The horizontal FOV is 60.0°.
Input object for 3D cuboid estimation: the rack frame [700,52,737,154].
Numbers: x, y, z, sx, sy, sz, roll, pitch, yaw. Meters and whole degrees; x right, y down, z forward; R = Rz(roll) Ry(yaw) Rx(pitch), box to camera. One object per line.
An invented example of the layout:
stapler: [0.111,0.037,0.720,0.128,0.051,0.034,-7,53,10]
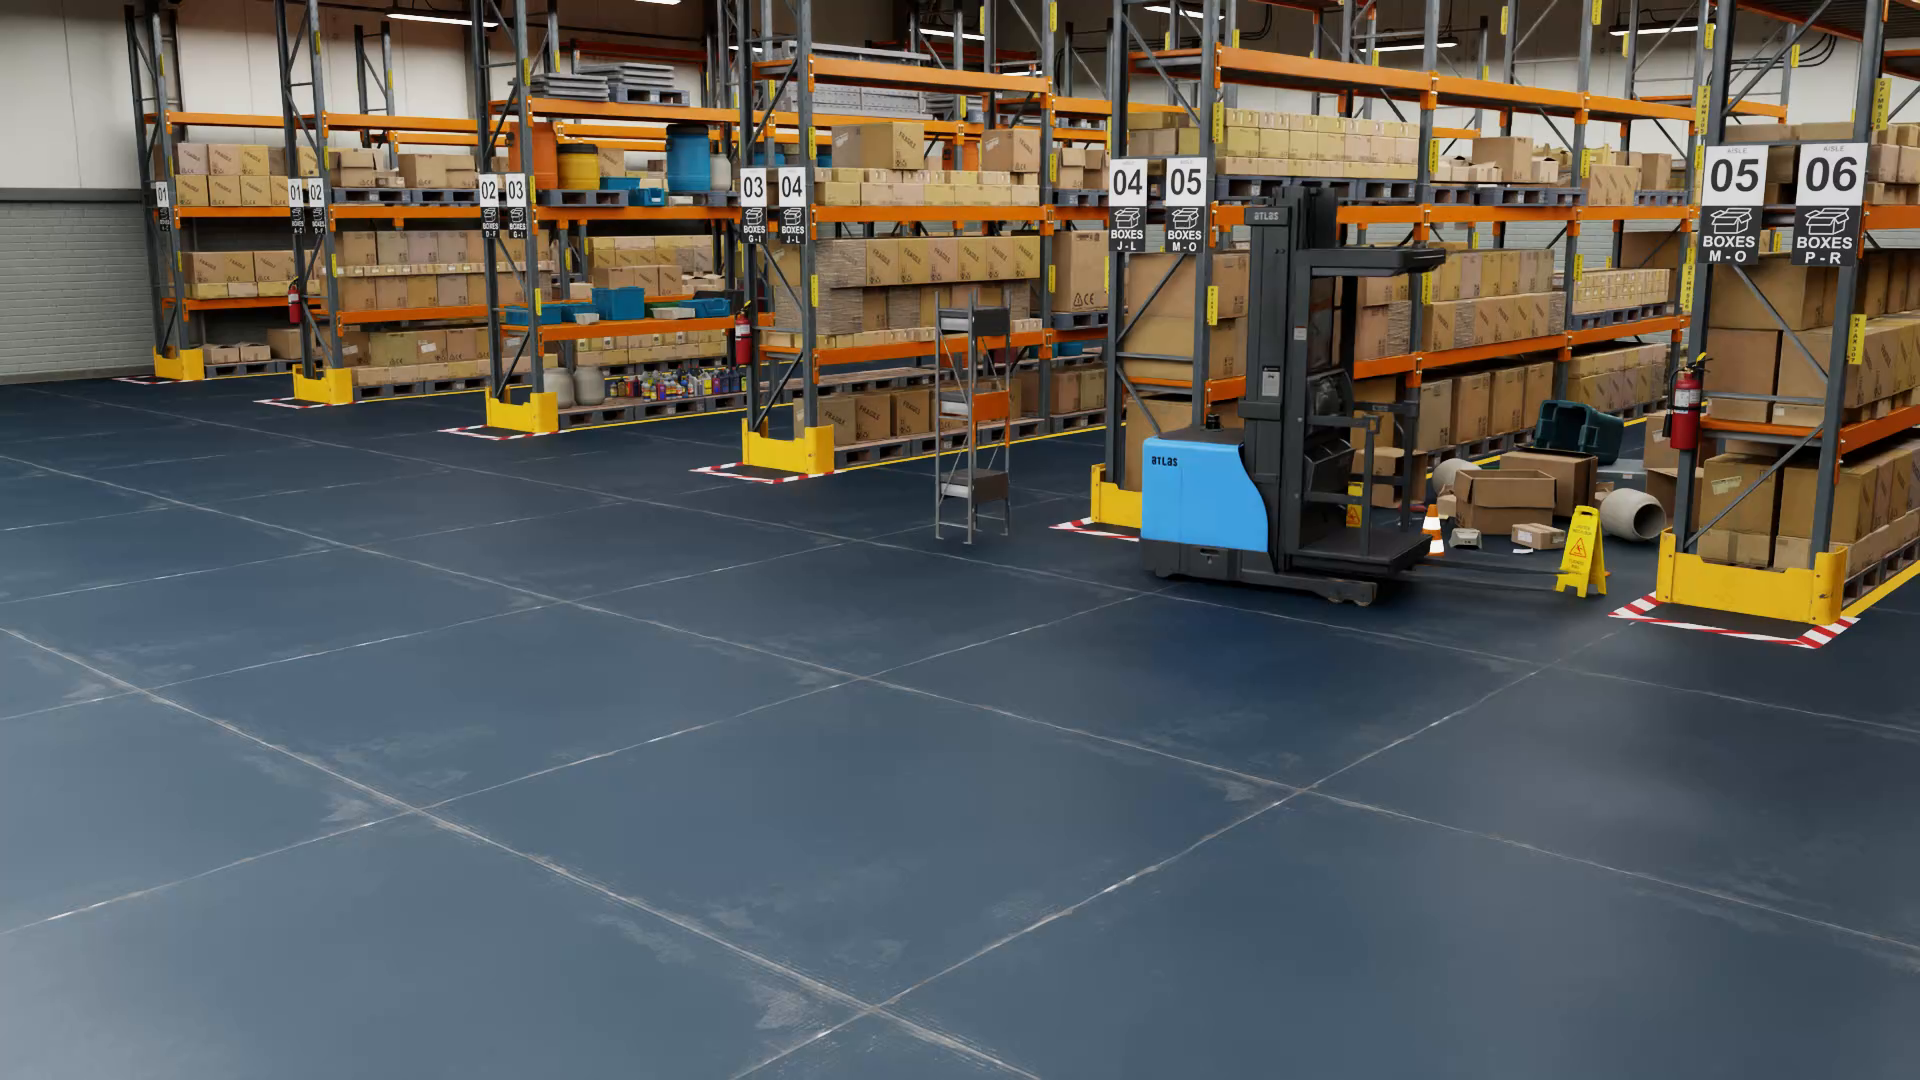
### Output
rack frame: [-5.172,-8.884,35.714,1.000,3.000,0.127,10,15,40]

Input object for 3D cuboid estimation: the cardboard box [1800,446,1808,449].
cardboard box: [6.381,-0.806,12.968,0.380,0.149,0.250,11,15,43]

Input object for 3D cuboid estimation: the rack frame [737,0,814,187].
rack frame: [-1.931,-5.197,17.255,1.000,3.000,0.127,10,15,40]

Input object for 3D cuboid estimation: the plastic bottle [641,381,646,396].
plastic bottle: [-4.384,-2.106,23.119,0.097,0.201,0.097,0,11,0]

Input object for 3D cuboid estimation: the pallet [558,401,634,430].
pallet: [-5.097,-1.664,22.003,1.003,0.211,1.213,10,15,40]

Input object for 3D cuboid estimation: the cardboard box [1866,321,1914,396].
cardboard box: [6.709,-1.354,12.318,0.500,0.500,0.500,9,15,39]

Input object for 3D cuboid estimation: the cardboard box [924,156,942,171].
cardboard box: [-0.720,-7.444,33.355,0.700,0.500,0.500,10,15,40]

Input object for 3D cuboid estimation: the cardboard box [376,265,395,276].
cardboard box: [-8.611,-4.009,24.713,0.380,0.149,0.250,10,15,41]

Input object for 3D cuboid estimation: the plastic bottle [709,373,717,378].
plastic bottle: [-3.475,-2.219,23.494,0.152,0.276,0.135,10,15,40]

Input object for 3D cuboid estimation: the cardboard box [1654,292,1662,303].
cardboard box: [9.365,-3.325,22.768,0.380,0.149,0.250,10,15,41]

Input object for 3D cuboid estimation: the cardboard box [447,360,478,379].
cardboard box: [-7.858,-2.664,25.841,0.500,0.250,0.500,10,15,40]

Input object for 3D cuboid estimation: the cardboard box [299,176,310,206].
cardboard box: [-11.282,-6.029,28.774,0.500,0.500,0.500,9,14,38]

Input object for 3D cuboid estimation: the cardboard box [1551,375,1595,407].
cardboard box: [7.667,-1.827,21.010,0.500,0.500,0.500,9,14,38]

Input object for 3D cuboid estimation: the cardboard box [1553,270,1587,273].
cardboard box: [8.191,-3.550,22.376,0.380,0.149,0.250,11,15,42]

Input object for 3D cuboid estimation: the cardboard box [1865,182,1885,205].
cardboard box: [5.976,-2.328,11.192,0.380,0.149,0.250,10,15,40]

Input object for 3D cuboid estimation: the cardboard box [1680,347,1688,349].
cardboard box: [11.233,-2.895,25.737,0.380,0.149,0.250,9,14,38]

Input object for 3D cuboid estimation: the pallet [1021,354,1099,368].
pallet: [1.729,-3.185,29.620,1.003,0.211,1.213,10,15,40]

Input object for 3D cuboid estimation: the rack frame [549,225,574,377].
rack frame: [-6.730,-4.125,27.204,1.000,3.000,0.127,10,15,40]

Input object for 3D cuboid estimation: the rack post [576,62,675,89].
rack post: [-4.396,-6.089,21.916,0.937,0.300,0.954,9,15,39]

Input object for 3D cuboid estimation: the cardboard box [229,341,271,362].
cardboard box: [-12.193,-3.247,28.553,0.500,0.311,0.500,-11,15,-43]

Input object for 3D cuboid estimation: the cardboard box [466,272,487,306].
cardboard box: [-7.695,-3.956,26.104,0.700,0.500,0.500,10,15,41]

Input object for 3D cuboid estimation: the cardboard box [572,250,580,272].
cardboard box: [-7.699,-5.661,33.832,0.500,0.500,0.500,10,15,41]

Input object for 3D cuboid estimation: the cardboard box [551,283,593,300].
cardboard box: [-6.438,-4.129,27.610,0.500,0.250,0.500,11,16,44]

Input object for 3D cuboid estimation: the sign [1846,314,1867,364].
sign: [5.921,-1.328,10.992,0.100,0.325,0.005,10,15,40]

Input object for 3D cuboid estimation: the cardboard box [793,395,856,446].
cardboard box: [-1.506,-1.325,18.495,0.500,0.500,0.500,-9,14,-37]

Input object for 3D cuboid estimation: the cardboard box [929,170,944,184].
cardboard box: [-0.399,-4.128,18.929,0.380,0.149,0.250,9,14,38]

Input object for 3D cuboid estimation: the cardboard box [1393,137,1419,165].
cardboard box: [4.236,-3.880,16.616,0.500,0.250,0.500,10,15,40]

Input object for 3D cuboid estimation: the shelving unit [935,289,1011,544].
shelving unit: [0.109,-1.054,14.127,0.431,2.100,0.503,10,15,40]

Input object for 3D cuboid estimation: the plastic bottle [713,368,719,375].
plastic bottle: [-3.551,-2.371,24.268,0.097,0.271,0.097,0,11,0]

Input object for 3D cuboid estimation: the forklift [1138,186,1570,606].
forklift: [2.901,-1.085,12.159,3.031,2.935,1.130,7,13,30]

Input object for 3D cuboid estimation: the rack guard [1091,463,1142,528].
rack guard: [1.712,-0.369,14.784,1.175,0.500,0.348,10,15,40]

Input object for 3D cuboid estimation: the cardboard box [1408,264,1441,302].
cardboard box: [4.692,-2.800,17.766,0.700,0.500,0.500,9,15,39]

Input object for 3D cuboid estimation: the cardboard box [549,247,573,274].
cardboard box: [-8.116,-5.547,32.949,0.700,0.500,0.500,8,14,34]

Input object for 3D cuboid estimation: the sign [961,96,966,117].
sign: [0.047,-6.786,26.035,0.100,0.325,0.005,10,15,40]

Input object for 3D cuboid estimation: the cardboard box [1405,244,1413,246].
cardboard box: [7.169,-4.646,27.525,0.500,0.500,0.500,9,15,39]

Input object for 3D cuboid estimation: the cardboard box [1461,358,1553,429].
cardboard box: [6.539,-1.801,20.239,1.050,0.750,0.750,10,15,40]

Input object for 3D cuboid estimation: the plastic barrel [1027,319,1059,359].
plastic barrel: [1.430,-3.656,29.141,0.600,0.901,0.708,10,15,40]

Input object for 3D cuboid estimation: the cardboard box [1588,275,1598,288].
cardboard box: [7.800,-3.269,20.968,0.380,0.149,0.250,10,15,40]

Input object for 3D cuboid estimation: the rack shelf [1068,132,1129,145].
rack shelf: [3.590,-7.348,30.883,1.077,0.370,4.000,10,15,40]

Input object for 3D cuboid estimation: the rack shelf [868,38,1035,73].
rack shelf: [-0.129,-9.815,33.728,1.077,0.370,4.000,10,15,40]

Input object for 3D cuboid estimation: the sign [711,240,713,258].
sign: [-4.503,-5.311,30.389,0.100,0.325,0.005,10,15,40]

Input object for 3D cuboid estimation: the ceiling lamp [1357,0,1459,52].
ceiling lamp: [8.574,-11.123,32.022,2.000,3.185,0.800,10,15,40]

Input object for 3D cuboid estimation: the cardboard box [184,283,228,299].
cardboard box: [-12.533,-4.143,27.628,0.500,0.250,0.500,9,15,39]

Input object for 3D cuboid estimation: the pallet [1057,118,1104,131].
pallet: [1.746,-7.188,28.729,1.003,0.211,1.213,10,15,40]

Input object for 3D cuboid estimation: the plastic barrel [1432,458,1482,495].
plastic barrel: [4.772,-0.559,15.927,0.421,0.421,0.512,-2,11,-9]

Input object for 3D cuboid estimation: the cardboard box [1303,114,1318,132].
cardboard box: [3.027,-3.787,15.135,0.380,0.149,0.250,10,15,40]

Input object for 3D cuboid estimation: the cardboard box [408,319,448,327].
cardboard box: [-9.980,-3.865,31.163,0.700,0.500,0.500,10,15,42]

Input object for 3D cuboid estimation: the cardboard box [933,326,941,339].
cardboard box: [-0.436,-2.405,19.235,0.380,0.149,0.250,10,15,40]

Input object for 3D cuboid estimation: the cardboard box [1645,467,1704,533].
cardboard box: [6.424,-0.356,14.710,0.500,0.500,0.500,-2,11,-9]

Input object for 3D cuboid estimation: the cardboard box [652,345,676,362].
cardboard box: [-5.263,-3.236,28.702,0.500,0.250,0.500,10,15,41]

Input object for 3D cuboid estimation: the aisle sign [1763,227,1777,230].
aisle sign: [12.563,-5.200,25.948,0.394,0.787,0.004,10,15,40]

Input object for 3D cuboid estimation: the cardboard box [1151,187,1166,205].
cardboard box: [2.569,-4.579,22.205,0.500,0.250,0.500,10,15,42]

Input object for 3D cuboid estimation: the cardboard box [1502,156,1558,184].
cardboard box: [6.544,-4.265,19.150,0.500,0.311,0.500,10,15,40]

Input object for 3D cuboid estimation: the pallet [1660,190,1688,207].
pallet: [9.162,-4.666,22.736,1.213,0.211,1.003,10,15,40]

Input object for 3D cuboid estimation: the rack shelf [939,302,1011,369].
rack shelf: [0.109,-1.727,13.993,0.431,0.518,0.480,10,15,40]

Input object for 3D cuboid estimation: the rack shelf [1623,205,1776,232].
rack shelf: [10.969,-4.777,24.647,1.077,0.370,4.000,10,15,40]

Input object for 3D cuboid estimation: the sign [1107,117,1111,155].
sign: [1.329,-3.537,14.546,0.100,0.325,0.005,10,15,40]
